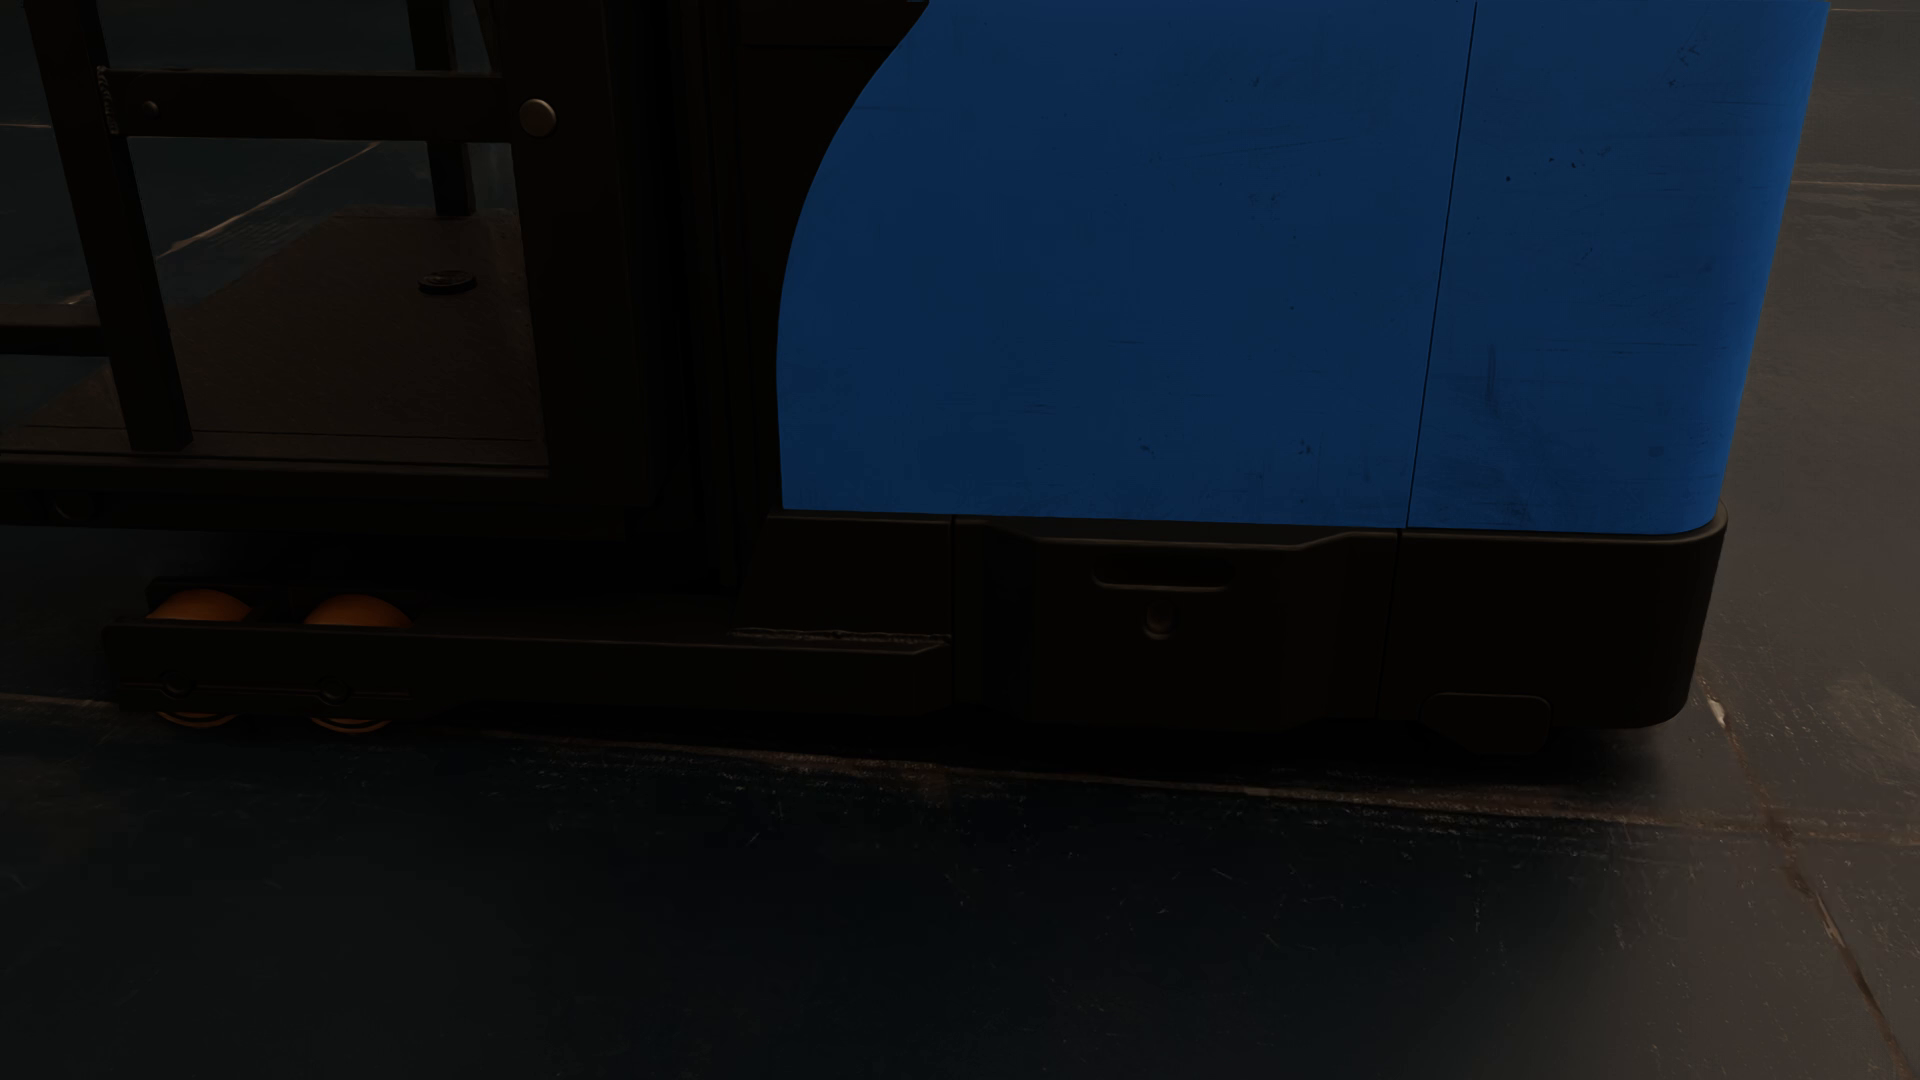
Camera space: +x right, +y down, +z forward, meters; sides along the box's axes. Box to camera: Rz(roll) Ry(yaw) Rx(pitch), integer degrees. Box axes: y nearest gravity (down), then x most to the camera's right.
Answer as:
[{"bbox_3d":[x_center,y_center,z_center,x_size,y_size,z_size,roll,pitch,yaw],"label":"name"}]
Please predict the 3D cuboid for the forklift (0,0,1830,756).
[{"bbox_3d":[-0.616,-1.309,1.840,3.031,2.935,1.130,2,27,4],"label":"forklift"}]
